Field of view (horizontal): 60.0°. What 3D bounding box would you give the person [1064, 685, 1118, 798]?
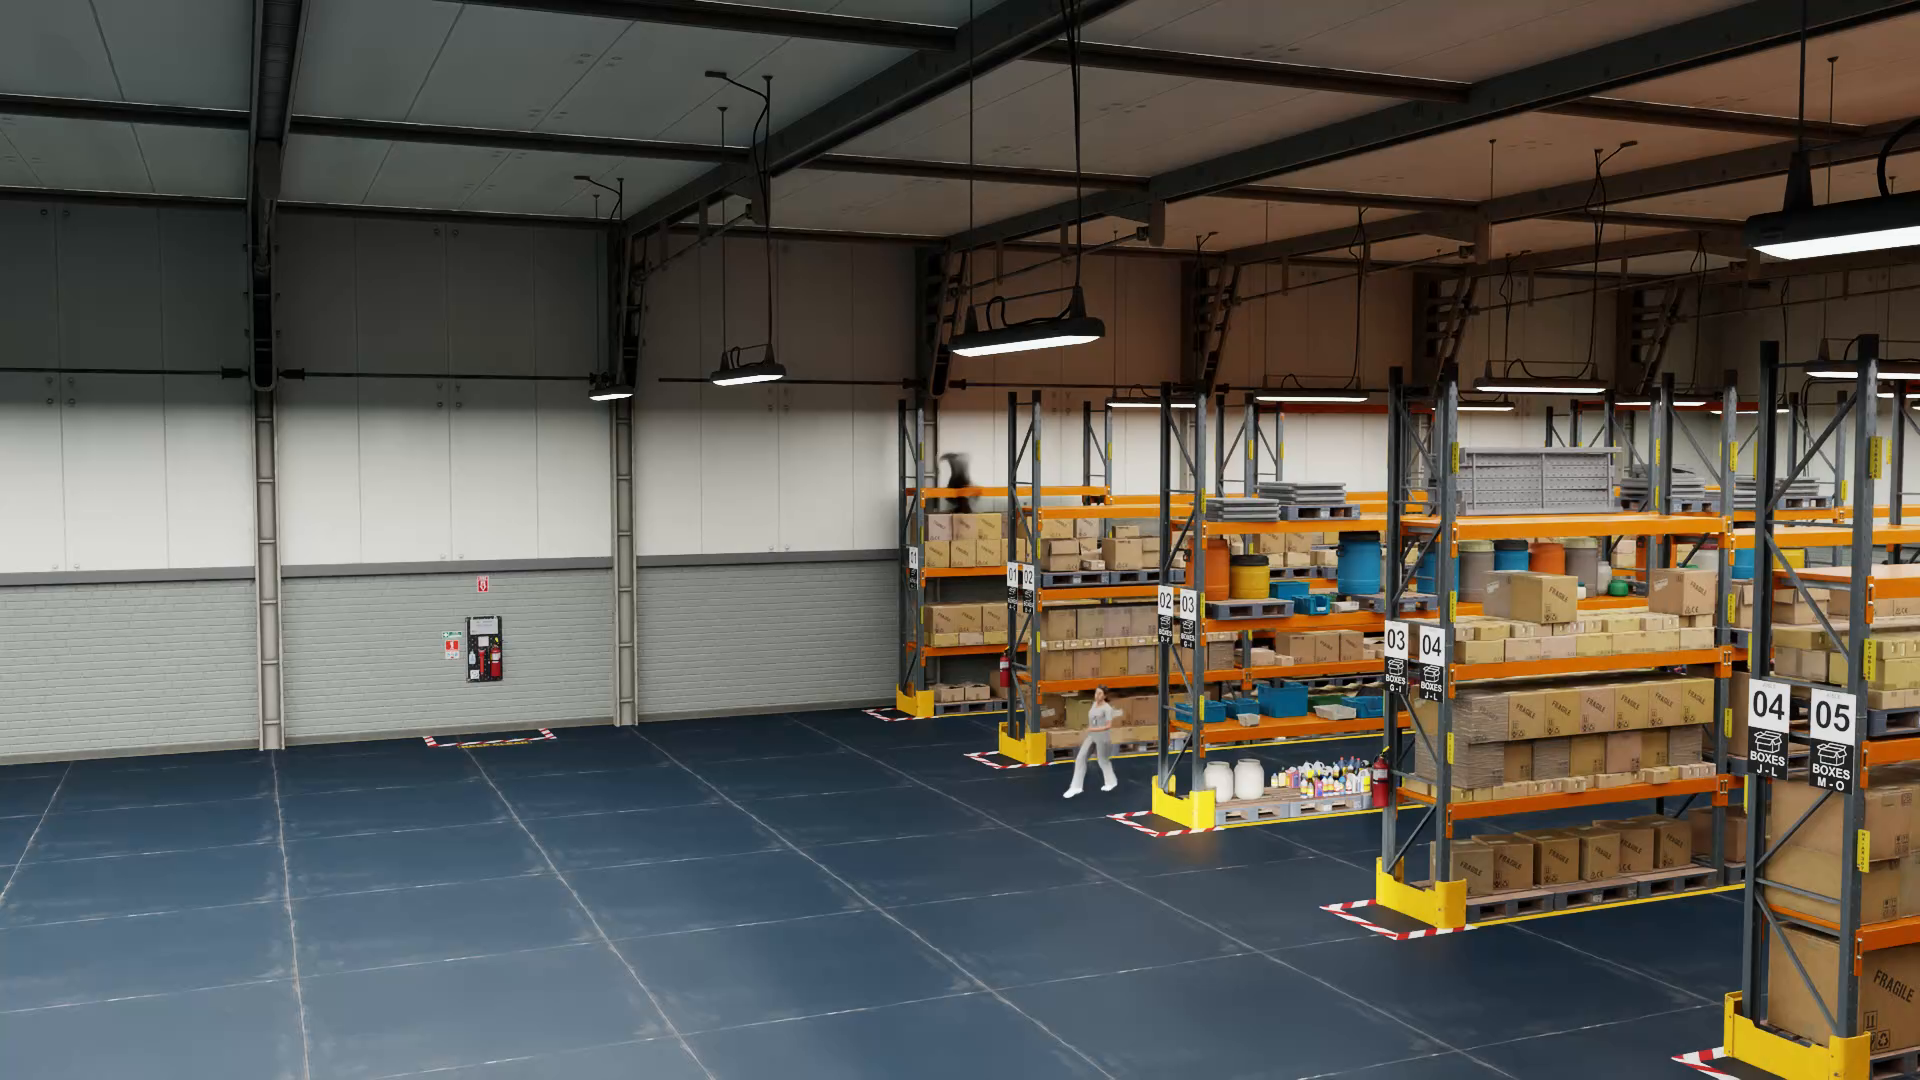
[{"bbox_3d":[2.056,2.873,24.136,0.820,1.600,0.610,-3,5,-43],"label":"person"}]
